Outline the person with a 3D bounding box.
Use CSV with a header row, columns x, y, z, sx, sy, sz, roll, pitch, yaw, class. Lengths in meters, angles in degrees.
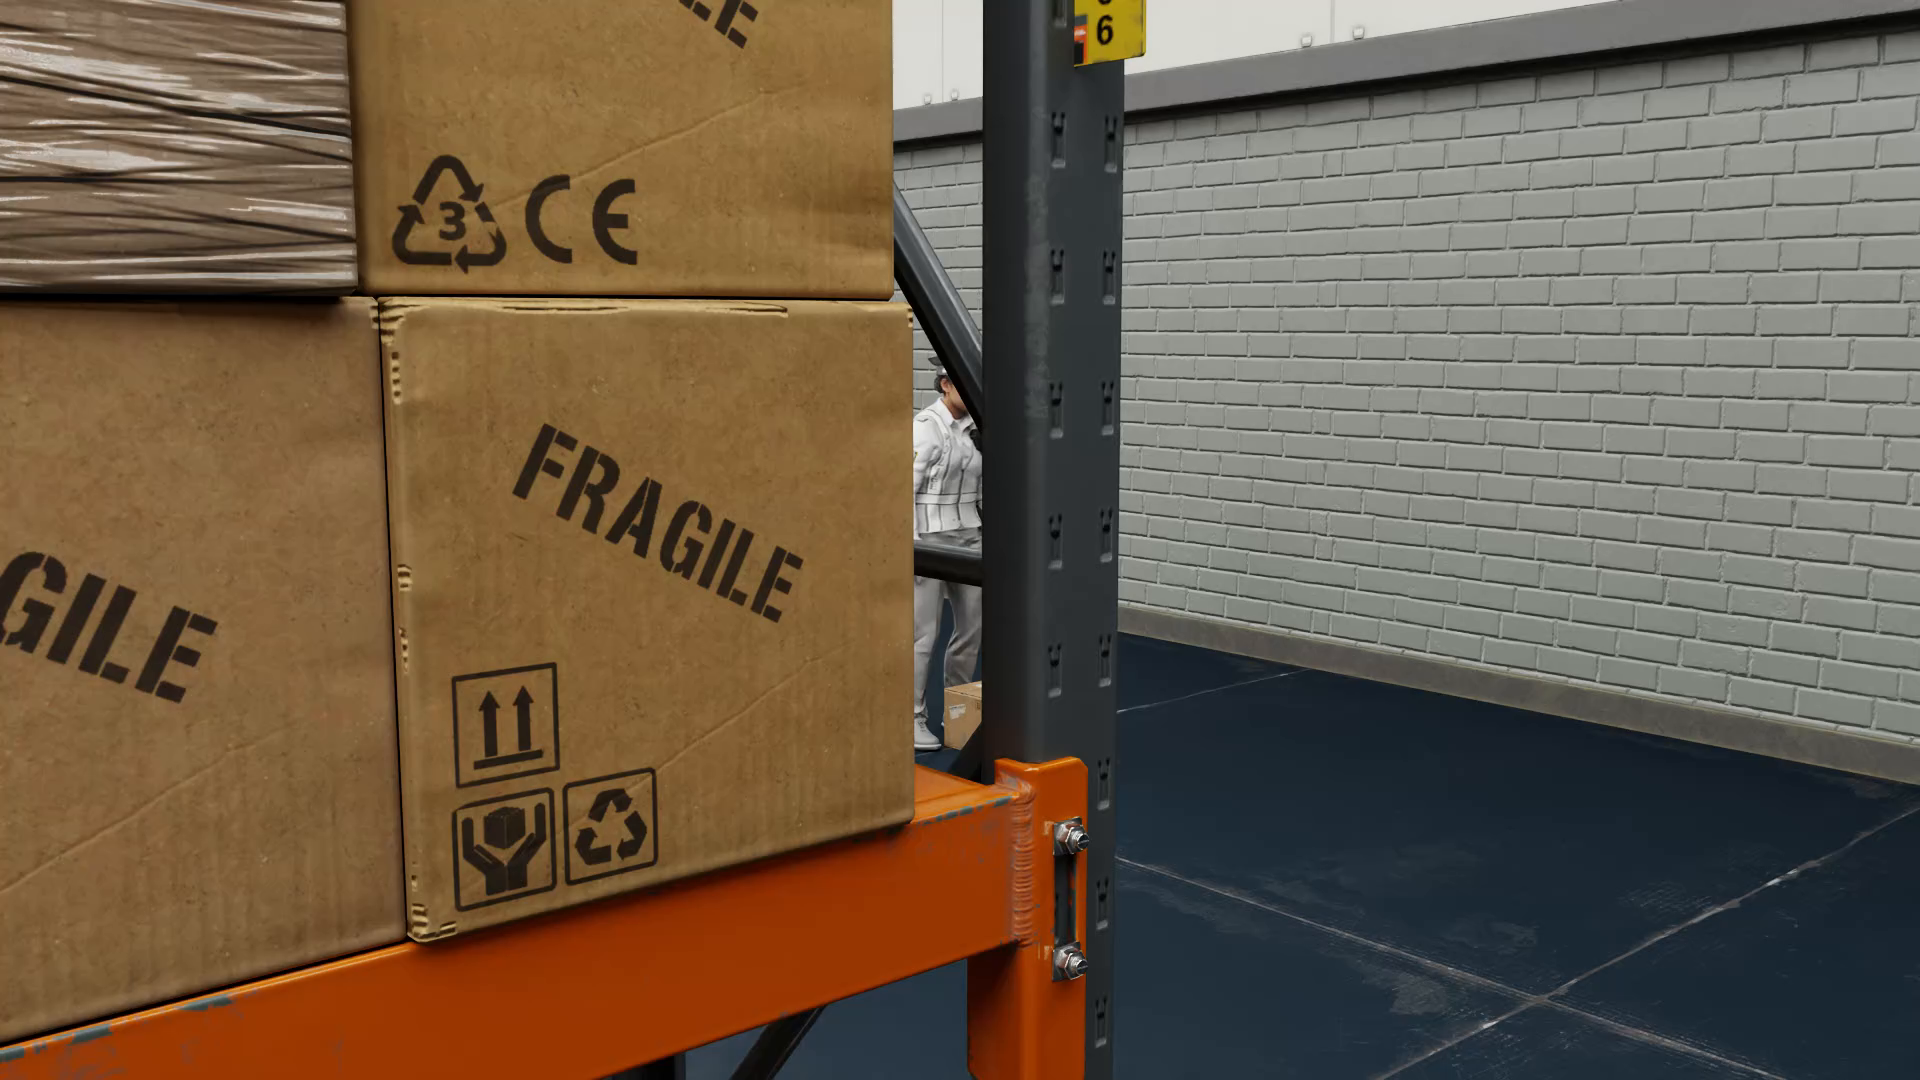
x,y,z,sx,sy,sz,roll,pitch,yaw,class
-0.050,0.027,7.083,0.536,1.661,0.378,-7,10,-42,person
